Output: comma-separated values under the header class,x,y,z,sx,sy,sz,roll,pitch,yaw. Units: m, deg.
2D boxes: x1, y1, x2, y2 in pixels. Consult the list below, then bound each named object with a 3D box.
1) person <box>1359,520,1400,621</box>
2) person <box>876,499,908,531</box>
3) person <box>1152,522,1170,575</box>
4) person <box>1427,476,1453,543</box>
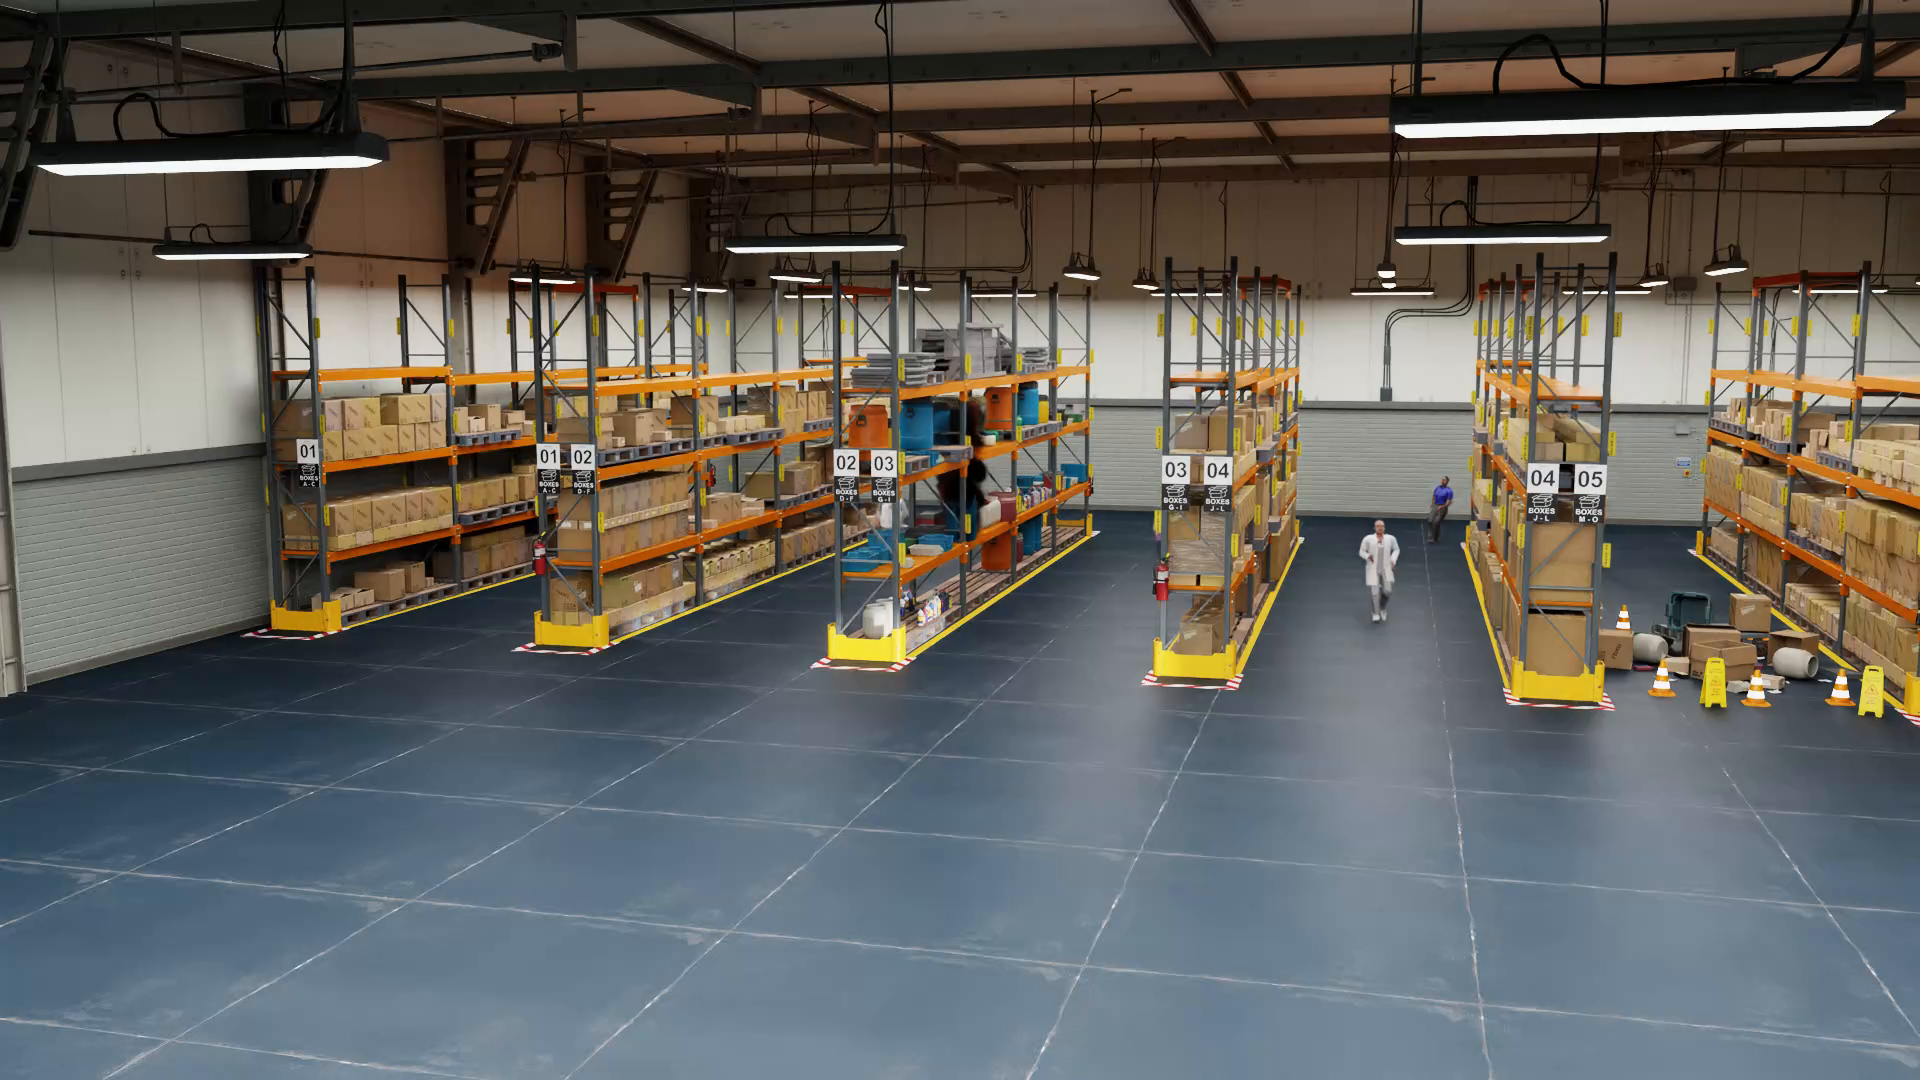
class,x,y,z,sx,sy,sz,roll,pitch,yaw
person,7.163,0.539,28.362,0.697,1.741,0.639,1,7,7
person,-1.360,-0.267,32.717,0.658,1.725,0.545,1,7,8
person,4.104,0.019,33.258,0.532,1.550,0.559,1,7,10
person,11.182,-0.706,38.816,0.605,1.582,0.529,7,10,43
